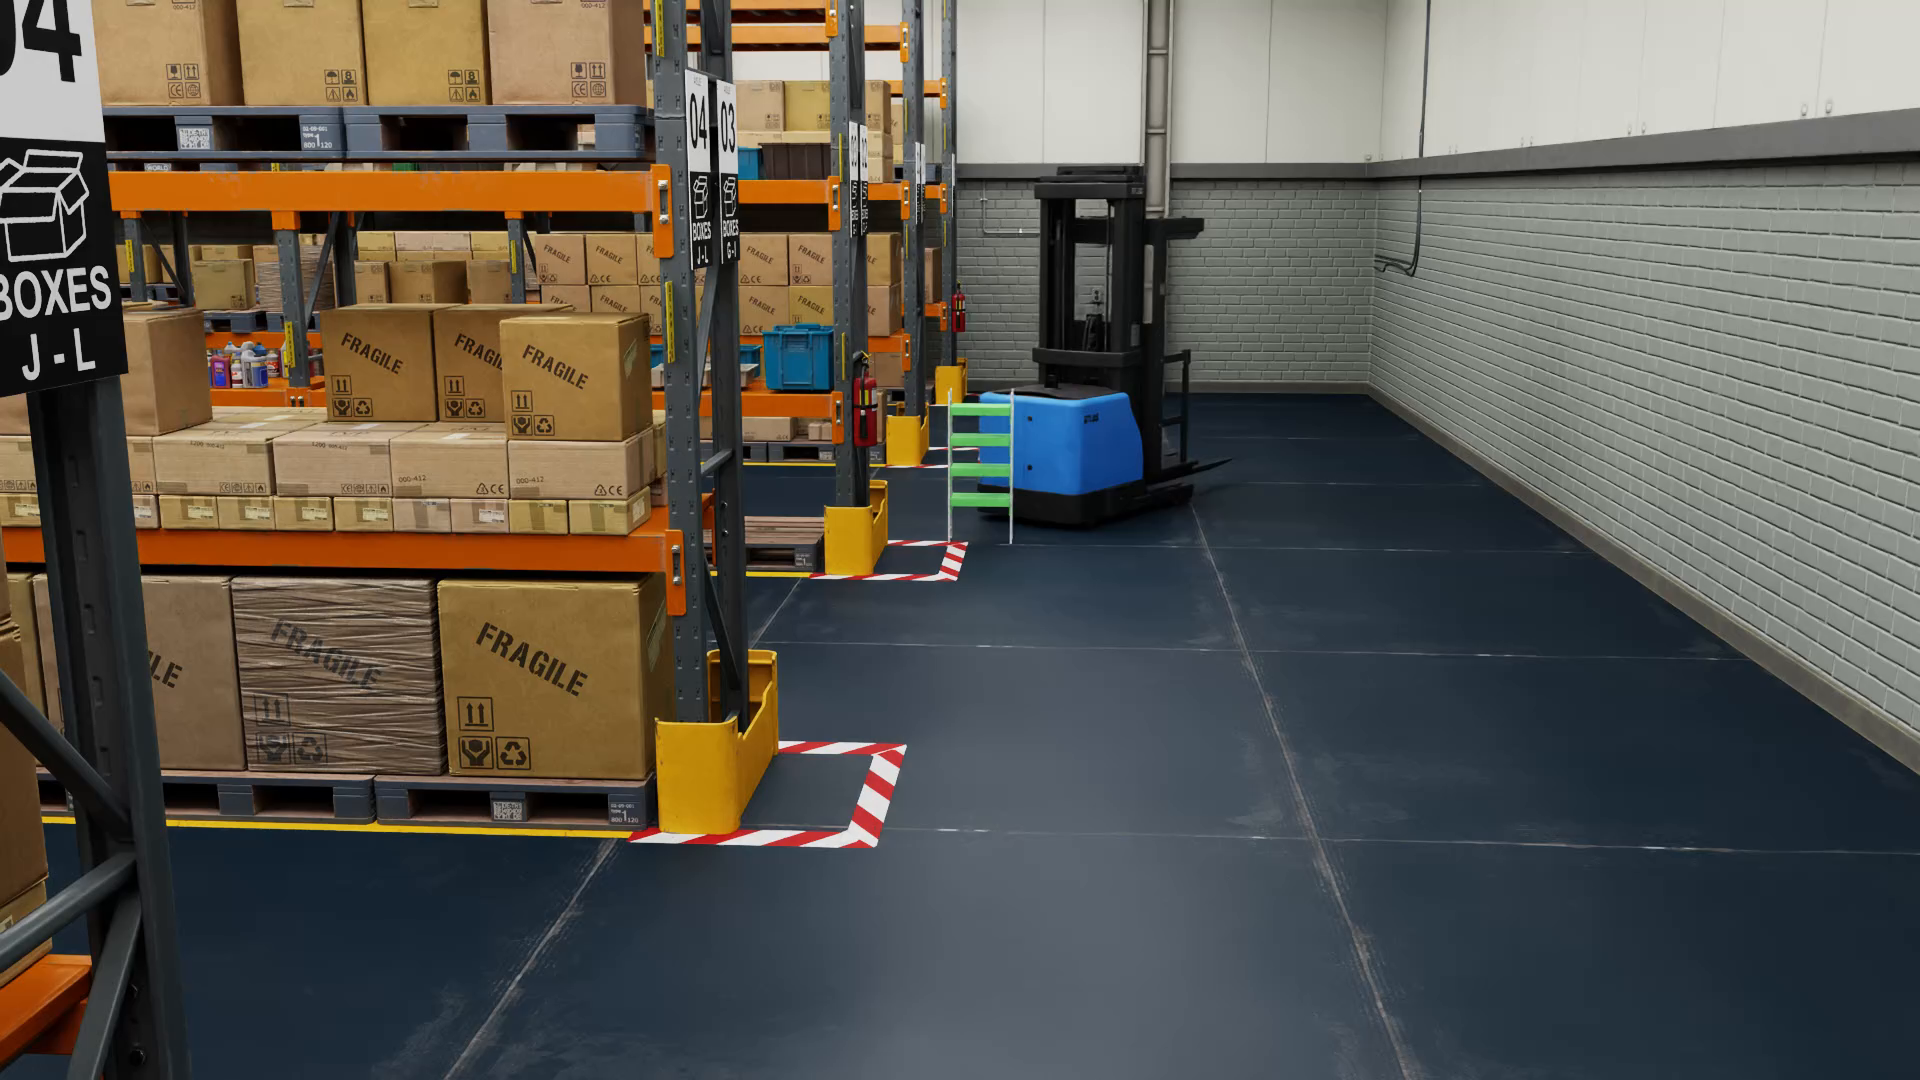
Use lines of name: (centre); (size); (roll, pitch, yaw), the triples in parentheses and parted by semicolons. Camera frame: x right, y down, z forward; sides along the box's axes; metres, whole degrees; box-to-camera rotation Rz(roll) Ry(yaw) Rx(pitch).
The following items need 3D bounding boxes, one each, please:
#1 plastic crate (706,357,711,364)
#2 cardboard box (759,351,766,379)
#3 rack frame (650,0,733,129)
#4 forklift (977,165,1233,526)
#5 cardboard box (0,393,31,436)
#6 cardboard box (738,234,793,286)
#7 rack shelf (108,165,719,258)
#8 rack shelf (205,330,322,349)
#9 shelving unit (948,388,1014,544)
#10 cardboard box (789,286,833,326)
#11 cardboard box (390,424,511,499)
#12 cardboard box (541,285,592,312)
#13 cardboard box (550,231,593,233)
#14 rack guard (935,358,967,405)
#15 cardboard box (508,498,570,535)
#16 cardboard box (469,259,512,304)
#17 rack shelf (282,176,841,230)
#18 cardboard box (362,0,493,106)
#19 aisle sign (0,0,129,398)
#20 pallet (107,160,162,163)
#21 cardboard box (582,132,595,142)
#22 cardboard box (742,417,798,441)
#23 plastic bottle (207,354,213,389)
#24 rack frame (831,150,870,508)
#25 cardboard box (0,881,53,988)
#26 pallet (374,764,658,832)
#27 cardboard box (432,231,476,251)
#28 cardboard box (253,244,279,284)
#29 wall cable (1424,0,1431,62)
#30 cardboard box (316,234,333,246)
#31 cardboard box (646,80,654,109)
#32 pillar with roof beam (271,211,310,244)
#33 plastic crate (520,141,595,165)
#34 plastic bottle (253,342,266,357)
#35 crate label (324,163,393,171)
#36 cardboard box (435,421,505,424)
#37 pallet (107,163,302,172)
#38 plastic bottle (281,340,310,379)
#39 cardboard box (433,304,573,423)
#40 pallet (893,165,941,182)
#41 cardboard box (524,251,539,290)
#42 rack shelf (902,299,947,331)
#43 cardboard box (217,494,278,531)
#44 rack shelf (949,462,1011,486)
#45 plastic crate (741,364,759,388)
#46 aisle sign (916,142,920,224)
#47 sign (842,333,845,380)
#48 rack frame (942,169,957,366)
plastic crate: (-2.015, -1.329, 12.795); (0.298, 0.136, 0.250); (1, 12, 4)
cardboard box: (-2.376, -2.342, 22.219); (0.500, 0.500, 0.700); (1, 12, 5)
rack frame: (-1.130, -3.252, 6.838); (0.127, 3.000, 1.000); (1, 12, 4)
forklift: (1.437, -1.794, 14.687); (1.130, 2.935, 3.031); (9, 15, 36)
cardboard box: (-4.170, -0.743, 7.302); (0.500, 0.500, 0.500); (1, 12, 4)
cardboard box: (-1.949, -2.841, 16.837); (0.500, 0.500, 0.500); (1, 12, 5)
rack shelf: (-3.126, -1.459, 7.350); (4.000, 0.370, 1.077); (1, 12, 4)
rack shelf: (-6.451, -2.070, 17.593); (4.000, 0.370, 1.077); (1, 12, 4)
shelving unit: (0.165, -0.585, 13.134); (0.503, 1.200, 0.258); (1, 12, 4)
cardboard box: (-1.448, -2.346, 16.911); (0.500, 0.500, 0.500); (1, 12, 4)
cardboard box: (-2.138, -0.348, 7.244); (0.500, 0.250, 0.500); (1, 12, 3)
cardboard box: (-3.965, -2.381, 17.079); (0.500, 0.500, 0.500); (1, 12, 5)
cardboard box: (-5.121, -3.941, 21.931); (0.500, 0.250, 0.500); (1, 12, 5)
rack guard: (-0.113, -2.128, 22.220); (0.348, 0.500, 1.175); (1, 12, 4)
cardboard box: (-1.767, -0.134, 7.196); (0.250, 0.149, 0.380); (1, 12, 4)
cardboard box: (-4.913, -2.701, 17.585); (0.500, 0.500, 0.700); (-3, 12, -15)
rack shelf: (-2.795, -2.471, 12.187); (4.000, 0.370, 1.077); (1, 12, 4)
cardboard box: (-2.206, -2.116, 7.218); (0.500, 0.500, 0.700); (0, 12, 2)
aisle sign: (-1.470, -0.637, 2.637); (0.004, 0.787, 0.394); (1, 12, 4)
pallet: (-4.306, -1.782, 7.353); (1.213, 0.211, 1.003); (1, 12, 4)
cardboard box: (-3.488, -3.970, 16.741); (0.500, 0.250, 0.500); (1, 12, 4)
cardboard box: (-1.970, -1.185, 17.250); (0.500, 0.250, 0.500); (1, 12, 4)
plastic bottle: (-5.570, -1.266, 12.298); (0.135, 0.276, 0.152); (1, 12, 4)
rack frame: (-0.799, -1.328, 12.290); (0.127, 3.000, 1.000); (1, 12, 4)
cardboard box: (-1.864, 0.747, 2.982); (0.250, 0.149, 0.380); (1, 12, 3)
pallet: (-1.933, 1.054, 7.714); (1.213, 0.211, 1.003); (1, 12, 4)
cardboard box: (-6.648, -3.960, 22.024); (0.500, 0.250, 0.500); (1, 12, 4)
cardboard box: (-9.149, -3.732, 22.464); (0.500, 0.500, 0.700); (0, 12, -2)
wall cable: (5.301, -6.537, 17.791); (0.112, 2.526, 3.097); (1, 12, 4)
cardboard box: (-8.466, -4.042, 22.360); (0.250, 0.149, 0.380); (-1, 12, -4)
cardboard box: (-2.979, -4.361, 16.777); (0.500, 0.500, 0.700); (1, 12, 4)
pillar with roof beam: (-9.646, -5.713, 18.600); (0.400, 9.000, 9.100); (1, 12, 4)
plastic crate: (-2.990, -2.831, 12.441); (0.530, 0.282, 0.437); (1, 12, 4)
plastic bottle: (-5.474, -1.413, 13.010); (0.097, 0.271, 0.097); (0, 12, 0)
crate label: (-4.322, -2.656, 11.957); (0.466, 0.136, 0.293); (1, 12, 4)
cardboard box: (-2.110, -0.456, 7.760); (0.500, 0.250, 0.500); (1, 12, 3)
pallet: (-5.579, -2.749, 12.220); (1.003, 0.211, 1.213); (1, 12, 4)
plastic bottle: (-5.160, -1.430, 12.899); (0.185, 0.351, 0.144); (1, 12, 4)
cardboard box: (-2.090, -0.824, 7.689); (0.500, 0.500, 0.500); (0, 12, 2)
pallet: (-0.878, -4.785, 21.706); (1.213, 0.211, 1.003); (1, 12, 4)
cardboard box: (-5.616, -3.579, 22.033); (0.500, 0.500, 0.500); (1, 12, 4)
rack shelf: (-2.133, -3.027, 22.170); (4.000, 0.370, 1.077); (1, 12, 4)
cardboard box: (-3.033, -0.152, 7.280); (0.250, 0.149, 0.380); (1, 12, 5)
rack shelf: (0.165, -0.523, 13.147); (0.480, 0.148, 0.258); (1, 12, 4)
plastic crate: (-1.625, -1.202, 12.187); (0.243, 0.136, 0.396); (1, 12, 4)
aisle sign: (-0.417, -3.549, 16.557); (0.004, 0.787, 0.394); (1, 12, 4)
sign: (-0.820, -1.295, 11.735); (0.005, 0.325, 0.100); (1, 12, 4)
rack frame: (-0.137, -3.352, 21.965); (0.127, 3.000, 1.000); (1, 12, 4)
